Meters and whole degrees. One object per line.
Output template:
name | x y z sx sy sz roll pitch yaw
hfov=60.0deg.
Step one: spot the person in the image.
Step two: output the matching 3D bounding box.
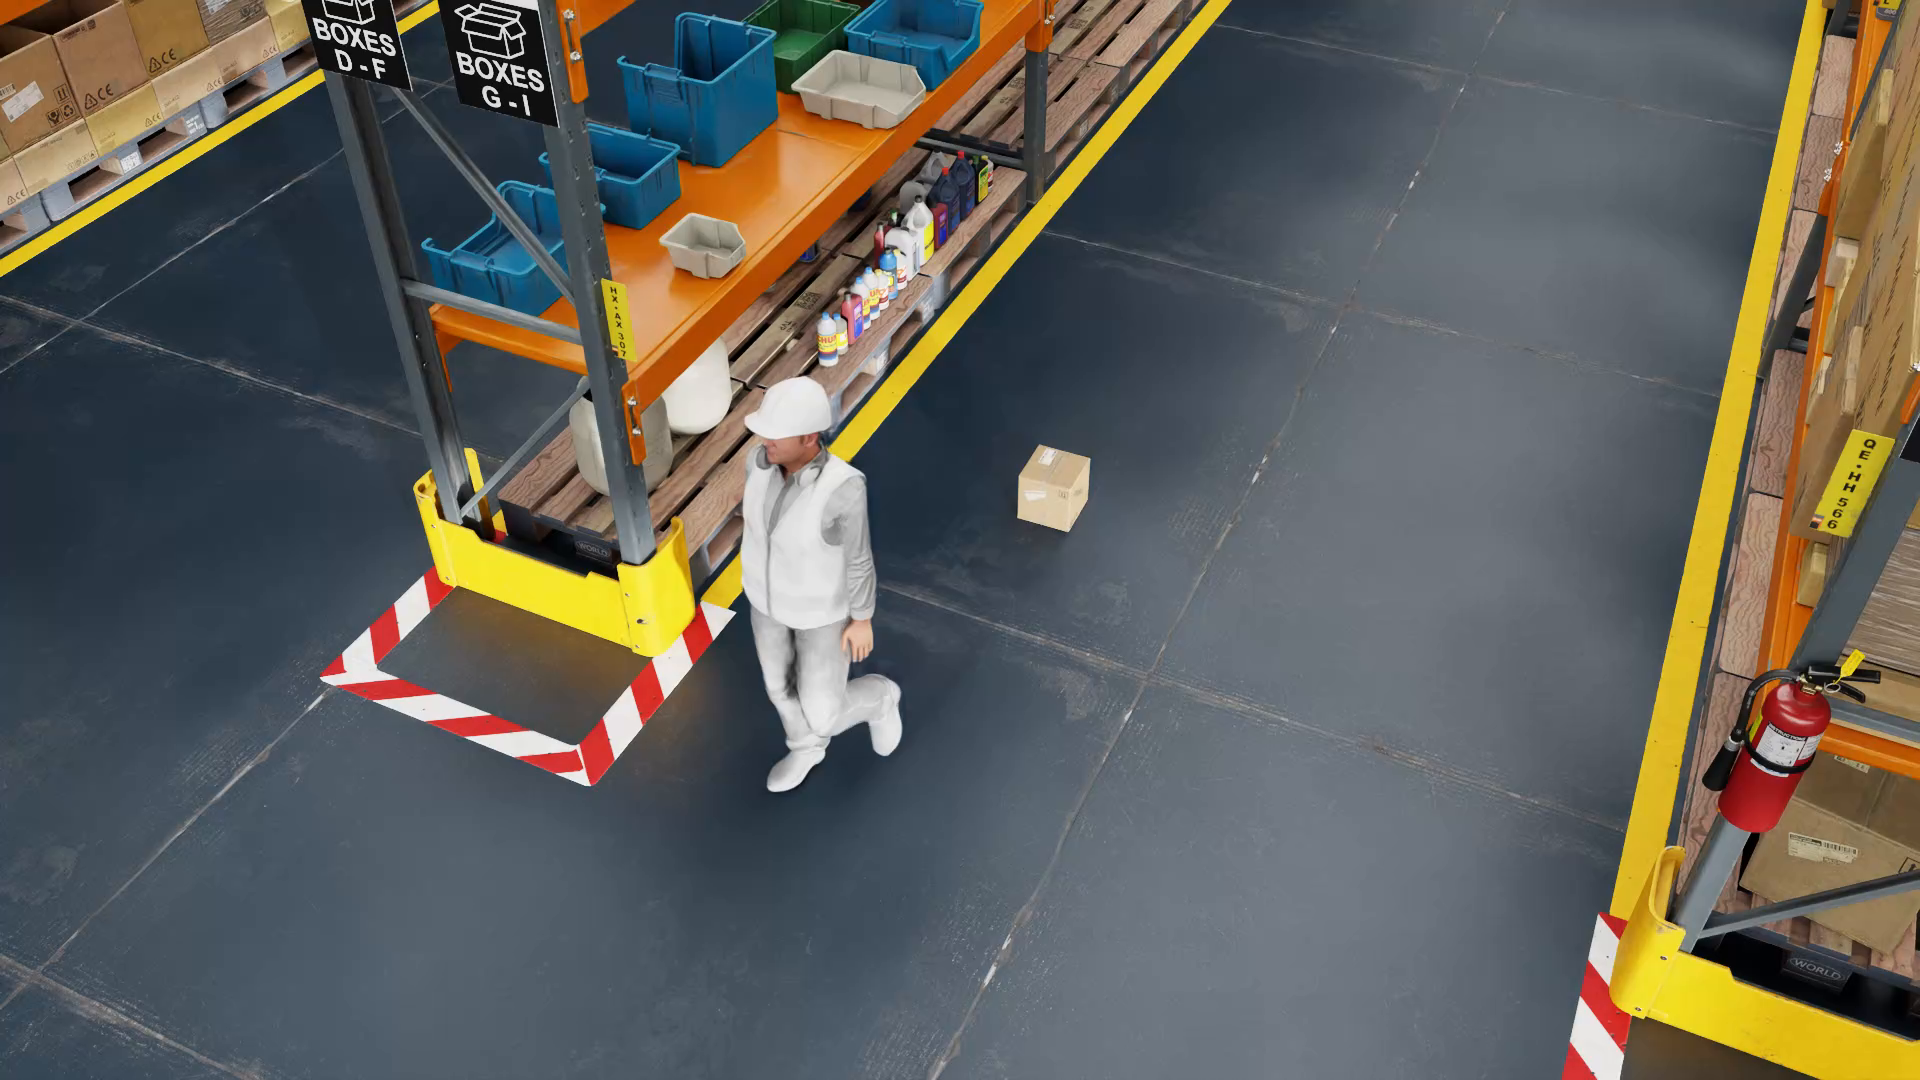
person | -0.536 0.184 5.900 0.563 1.756 0.536 25 47 25
